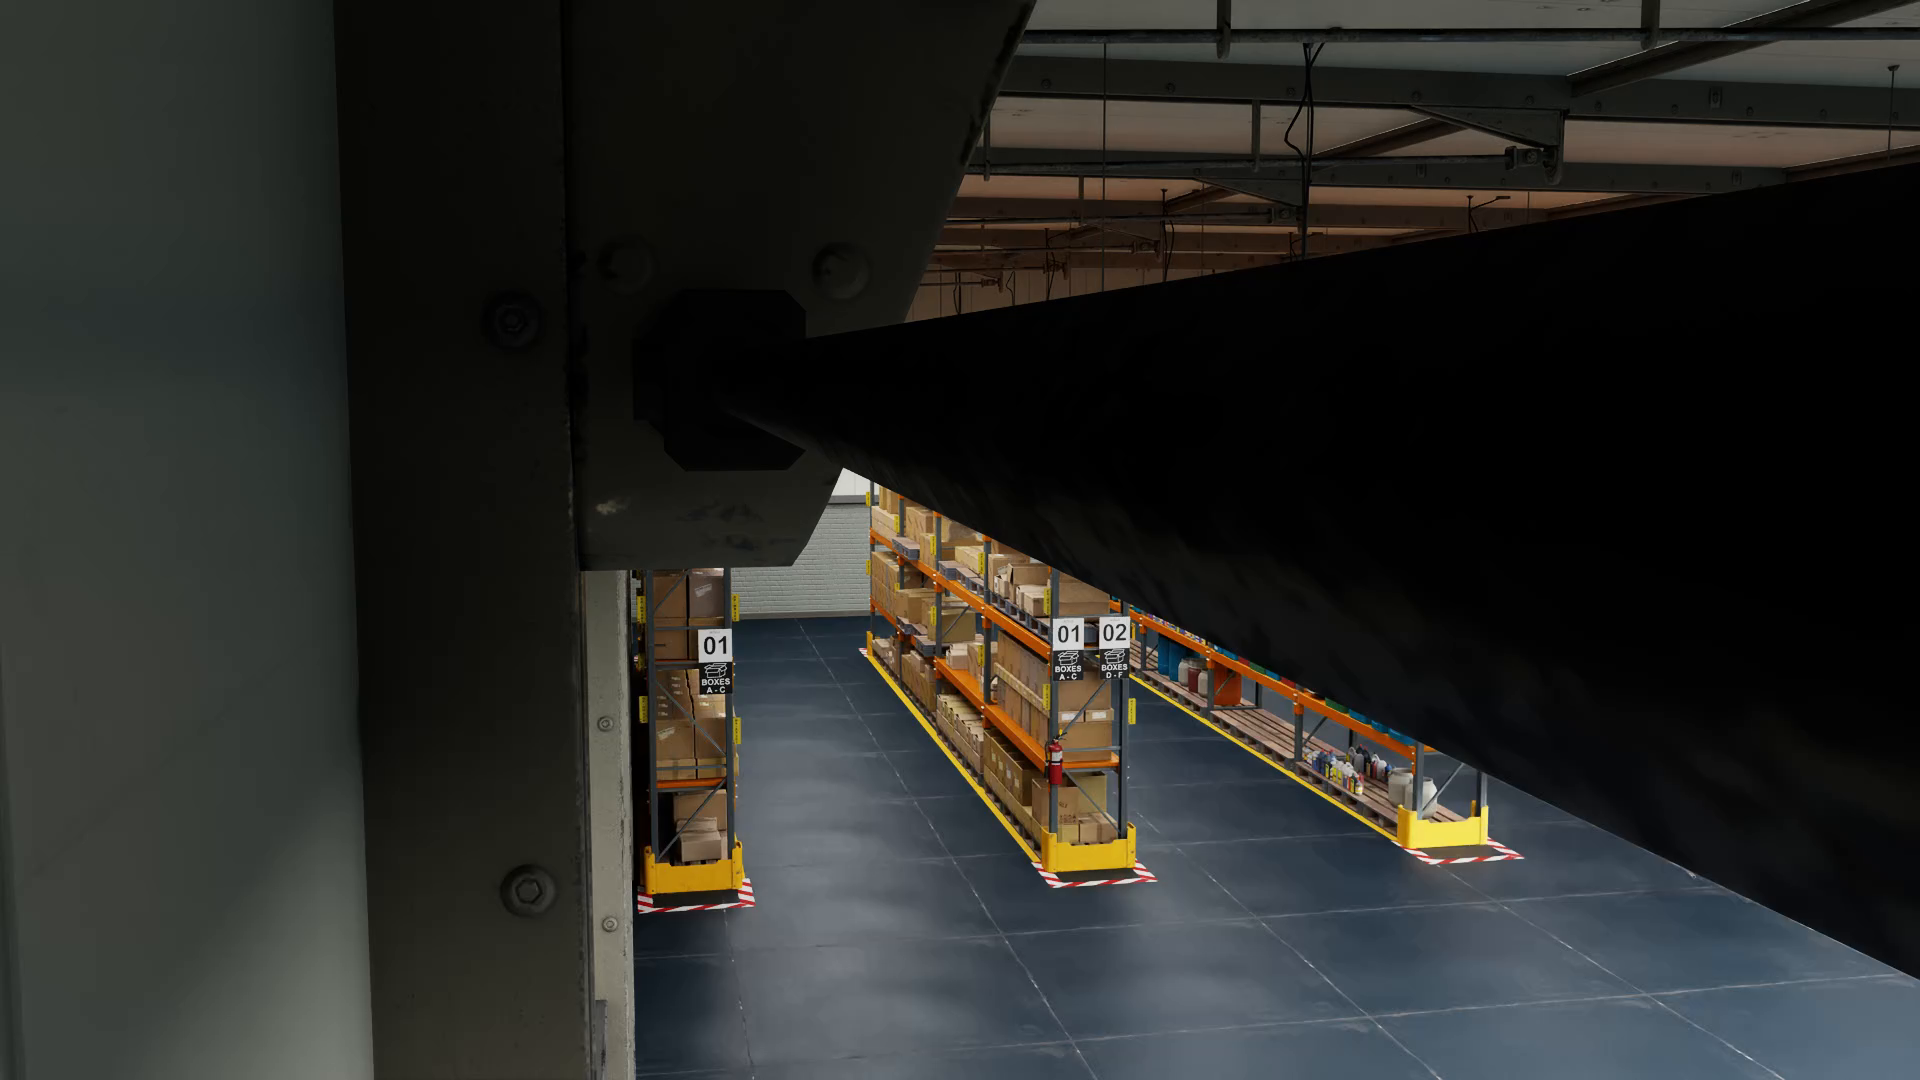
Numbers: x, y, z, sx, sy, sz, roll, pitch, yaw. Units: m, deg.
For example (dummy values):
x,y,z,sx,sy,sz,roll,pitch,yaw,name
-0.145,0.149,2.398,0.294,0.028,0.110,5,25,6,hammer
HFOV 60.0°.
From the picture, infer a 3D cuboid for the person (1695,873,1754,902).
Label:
x,y,z,sx,sy,sz,roll,pitch,yaw,name
9.152,3.482,19.735,0.855,1.678,0.581,2,6,15,person
